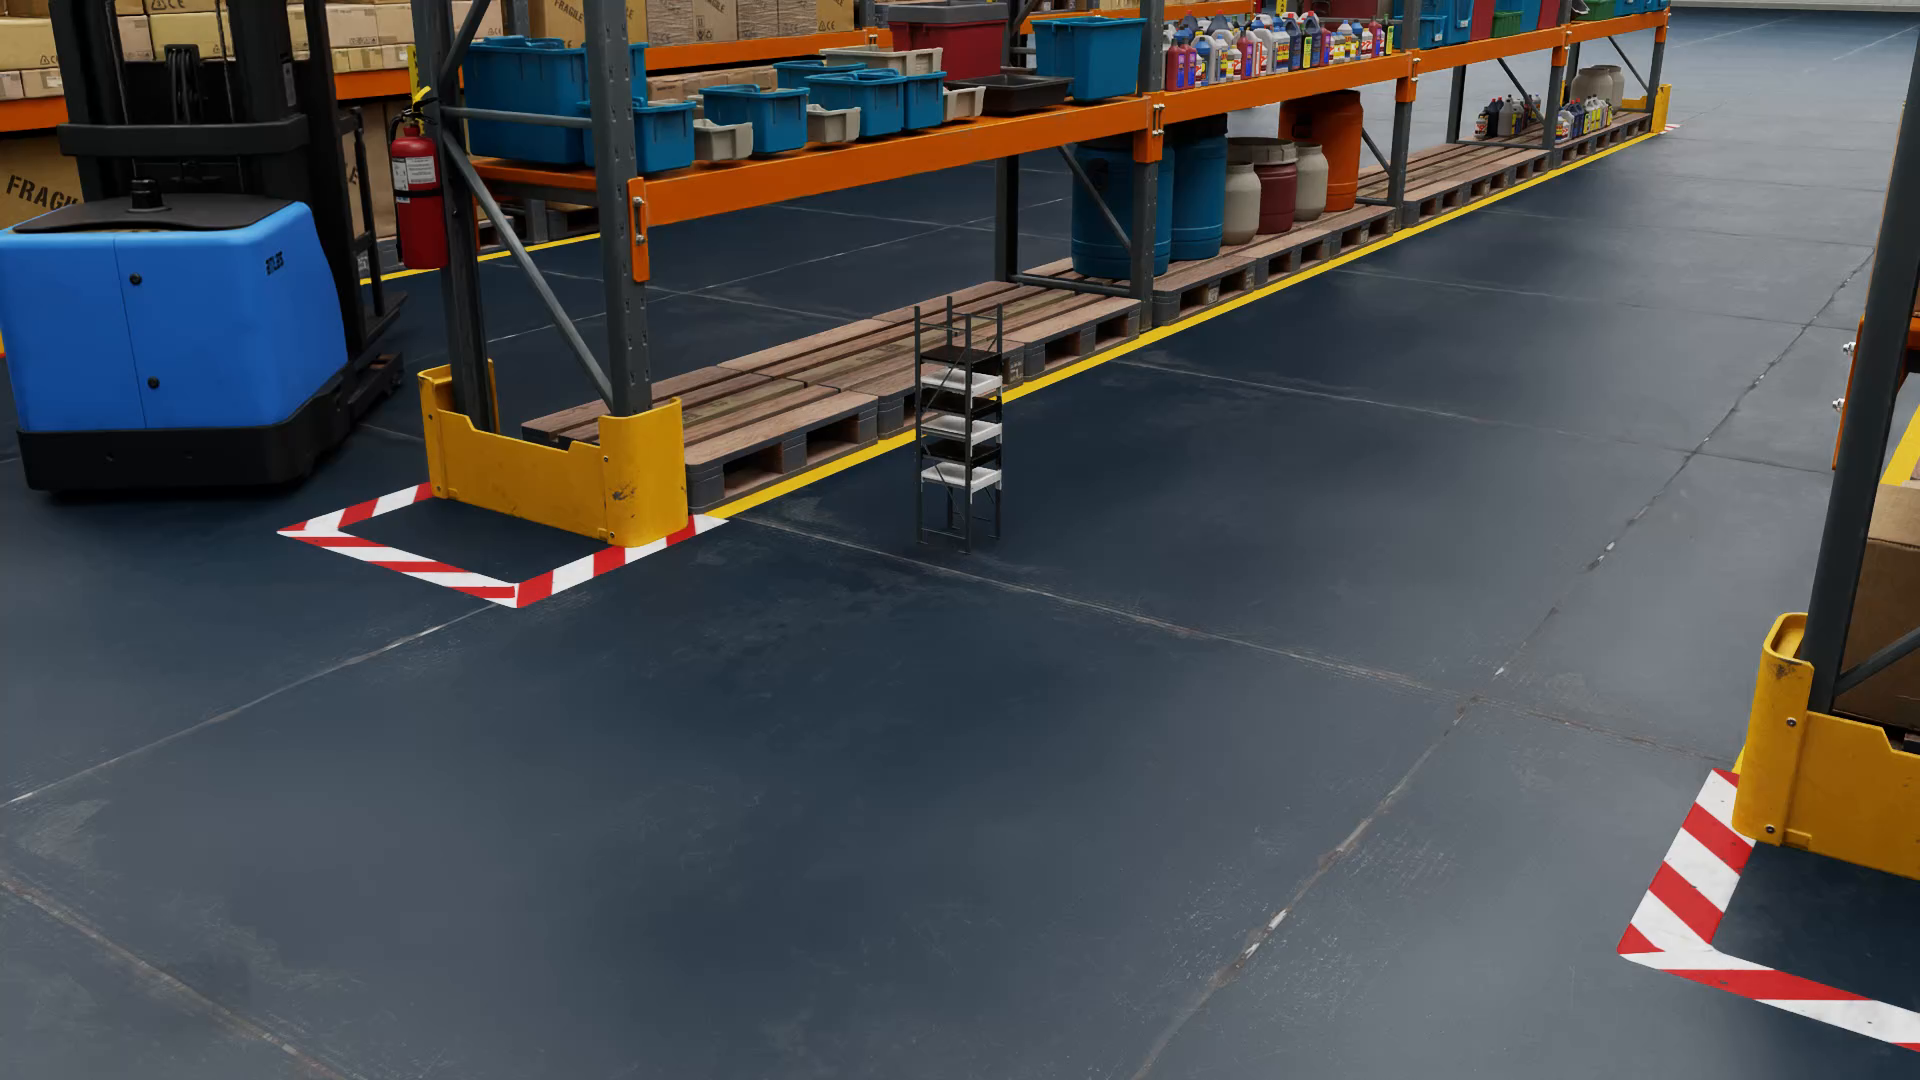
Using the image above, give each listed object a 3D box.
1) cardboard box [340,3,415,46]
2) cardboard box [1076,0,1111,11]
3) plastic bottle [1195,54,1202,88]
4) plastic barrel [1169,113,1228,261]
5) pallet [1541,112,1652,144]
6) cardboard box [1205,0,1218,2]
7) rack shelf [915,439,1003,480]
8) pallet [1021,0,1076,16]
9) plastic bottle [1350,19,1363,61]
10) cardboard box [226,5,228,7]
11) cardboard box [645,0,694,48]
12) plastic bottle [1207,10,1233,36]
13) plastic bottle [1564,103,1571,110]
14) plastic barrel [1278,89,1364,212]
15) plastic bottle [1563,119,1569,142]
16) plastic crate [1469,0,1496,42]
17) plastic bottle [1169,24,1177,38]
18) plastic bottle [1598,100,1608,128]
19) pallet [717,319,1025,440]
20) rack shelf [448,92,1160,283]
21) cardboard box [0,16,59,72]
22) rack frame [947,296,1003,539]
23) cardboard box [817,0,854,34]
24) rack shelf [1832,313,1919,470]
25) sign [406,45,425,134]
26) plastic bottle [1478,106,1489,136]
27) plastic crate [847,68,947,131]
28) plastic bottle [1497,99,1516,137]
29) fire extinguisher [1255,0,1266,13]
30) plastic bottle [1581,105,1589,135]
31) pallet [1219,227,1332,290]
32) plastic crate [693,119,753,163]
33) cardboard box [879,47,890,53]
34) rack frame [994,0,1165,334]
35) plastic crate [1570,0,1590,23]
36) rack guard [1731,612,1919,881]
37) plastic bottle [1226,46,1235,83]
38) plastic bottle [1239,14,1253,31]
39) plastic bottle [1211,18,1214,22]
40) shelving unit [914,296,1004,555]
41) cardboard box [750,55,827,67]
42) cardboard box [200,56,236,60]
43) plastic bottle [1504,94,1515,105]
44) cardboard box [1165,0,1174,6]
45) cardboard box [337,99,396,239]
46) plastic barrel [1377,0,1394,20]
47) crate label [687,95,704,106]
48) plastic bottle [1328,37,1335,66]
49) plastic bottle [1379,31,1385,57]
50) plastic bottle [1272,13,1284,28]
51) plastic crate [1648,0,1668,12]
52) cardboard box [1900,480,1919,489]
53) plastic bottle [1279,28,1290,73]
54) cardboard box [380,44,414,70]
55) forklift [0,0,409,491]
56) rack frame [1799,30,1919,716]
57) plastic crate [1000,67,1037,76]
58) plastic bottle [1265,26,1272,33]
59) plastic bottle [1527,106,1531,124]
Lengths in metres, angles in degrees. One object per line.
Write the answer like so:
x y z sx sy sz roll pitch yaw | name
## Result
-3.767 -3.397 10.913 0.500 0.250 0.500 14 25 33 | cardboard box
1.420 -5.835 18.079 0.380 0.149 0.250 13 24 32 | cardboard box
1.333 -2.693 9.507 0.097 0.201 0.097 0 20 0 | plastic bottle
1.367 -2.258 10.464 0.600 0.901 0.708 13 24 32 | plastic barrel
6.930 -4.561 18.291 1.003 0.211 1.213 13 24 32 | pallet
2.917 -6.636 20.243 0.380 0.149 0.250 13 24 32 | cardboard box
-0.005 -0.304 6.145 0.258 0.077 0.200 13 24 32 | rack shelf
0.500 -5.669 17.544 1.003 0.211 1.213 13 24 32 | pallet
2.704 -3.425 11.387 0.097 0.271 0.097 0 20 0 | plastic bottle
-4.782 -3.209 10.403 0.500 0.250 0.500 13 24 32 | cardboard box
-2.418 -4.073 12.808 0.500 0.500 0.500 13 24 31 | cardboard box
1.716 -3.318 10.983 0.144 0.351 0.185 13 24 32 | plastic bottle
6.152 -4.262 16.754 0.152 0.276 0.135 13 24 32 | plastic bottle
2.637 -2.872 12.228 0.600 0.830 0.708 13 24 32 | plastic barrel
5.802 -3.942 15.999 0.097 0.201 0.097 0 20 0 | plastic bottle
4.059 -4.270 13.394 0.402 0.464 0.583 13 24 32 | plastic crate
1.298 -3.161 10.667 0.152 0.276 0.135 13 24 32 | plastic bottle
6.561 -4.381 17.078 0.152 0.276 0.135 13 24 32 | plastic bottle
-0.417 -0.811 8.153 1.003 0.211 1.213 13 24 32 | pallet
-0.475 -1.778 7.784 1.077 0.370 4.000 13 24 32 | rack shelf
-5.202 -2.661 8.923 0.500 0.250 0.500 13 24 30 | cardboard box
0.053 -0.449 6.181 0.240 0.900 0.006 13 24 32 | rack frame
-1.271 -4.659 14.394 0.500 0.500 0.500 14 25 33 | cardboard box
3.620 -0.810 5.169 1.077 0.370 4.000 13 24 32 | rack shelf
-2.063 -1.720 6.357 0.100 0.325 0.005 13 24 32 | sign
5.144 -4.119 16.358 0.061 0.283 0.133 15 25 34 | plastic bottle
-0.279 -1.961 7.398 0.416 0.233 0.300 13 24 32 | plastic crate
5.389 -4.161 16.374 0.144 0.351 0.185 13 24 32 | plastic bottle
3.744 -7.004 20.989 0.296 0.674 0.183 13 24 32 | fire extinguisher
6.177 -4.161 16.470 0.061 0.283 0.133 15 25 34 | plastic bottle
1.803 -1.946 11.221 1.003 0.211 1.213 13 24 32 | pallet
-0.939 -1.528 6.366 0.250 0.136 0.298 13 24 32 | plastic crate
-1.566 -6.834 22.874 0.875 0.875 0.875 13 24 31 | cardboard box
0.649 -2.689 9.210 1.000 3.000 0.127 13 24 32 | rack frame
5.546 -5.080 15.765 0.767 0.338 0.504 13 24 32 | plastic crate
2.538 0.577 3.986 1.175 0.500 0.348 13 24 32 | rack guard
1.573 -2.815 9.838 0.097 0.201 0.097 0 20 0 | plastic bottle
2.014 -3.558 11.729 0.061 0.283 0.133 13 24 32 | plastic bottle
1.700 -3.398 11.296 0.061 0.283 0.133 13 24 32 | plastic bottle
-0.005 -0.420 6.103 0.258 0.900 0.210 13 24 32 | shelving unit
-1.604 -3.809 14.696 1.225 0.875 0.875 12 23 29 | cardboard box
-4.502 -2.796 9.863 0.380 0.149 0.250 13 24 31 | cardboard box
5.560 -4.337 16.850 0.144 0.351 0.185 13 24 31 | plastic bottle
2.252 -6.268 19.249 0.380 0.149 0.250 13 24 32 | cardboard box
-4.390 -2.423 10.950 0.875 0.875 0.875 13 24 32 | cardboard box
3.300 -4.226 13.204 0.421 0.512 0.421 0 20 0 | plastic barrel
-0.979 -1.880 7.317 0.396 0.136 0.243 13 24 32 | crate label
2.431 -3.253 11.021 0.097 0.201 0.097 0 20 0 | plastic bottle
2.943 -3.515 11.729 0.097 0.201 0.097 0 20 0 | plastic bottle
2.299 -3.687 12.095 0.097 0.271 0.097 0 20 0 | plastic bottle
7.361 -5.860 17.998 0.499 0.251 0.616 13 24 32 | plastic crate
3.156 0.038 5.167 0.500 0.250 0.500 13 24 32 | cardboard box
2.018 -3.075 10.440 0.097 0.271 0.097 0 20 0 | plastic bottle
-3.781 -3.164 10.858 0.380 0.149 0.250 14 24 33 | cardboard box
-3.333 -2.039 7.551 1.130 2.935 3.031 -2 20 -5 | forklift
2.495 -0.574 3.493 1.000 3.000 0.127 13 24 32 | rack frame
0.270 -2.488 8.960 0.396 0.136 0.243 13 24 32 | plastic crate
1.954 -3.131 10.591 0.097 0.271 0.097 0 20 0 | plastic bottle
5.925 -4.501 17.408 0.097 0.271 0.097 0 20 0 | plastic bottle
